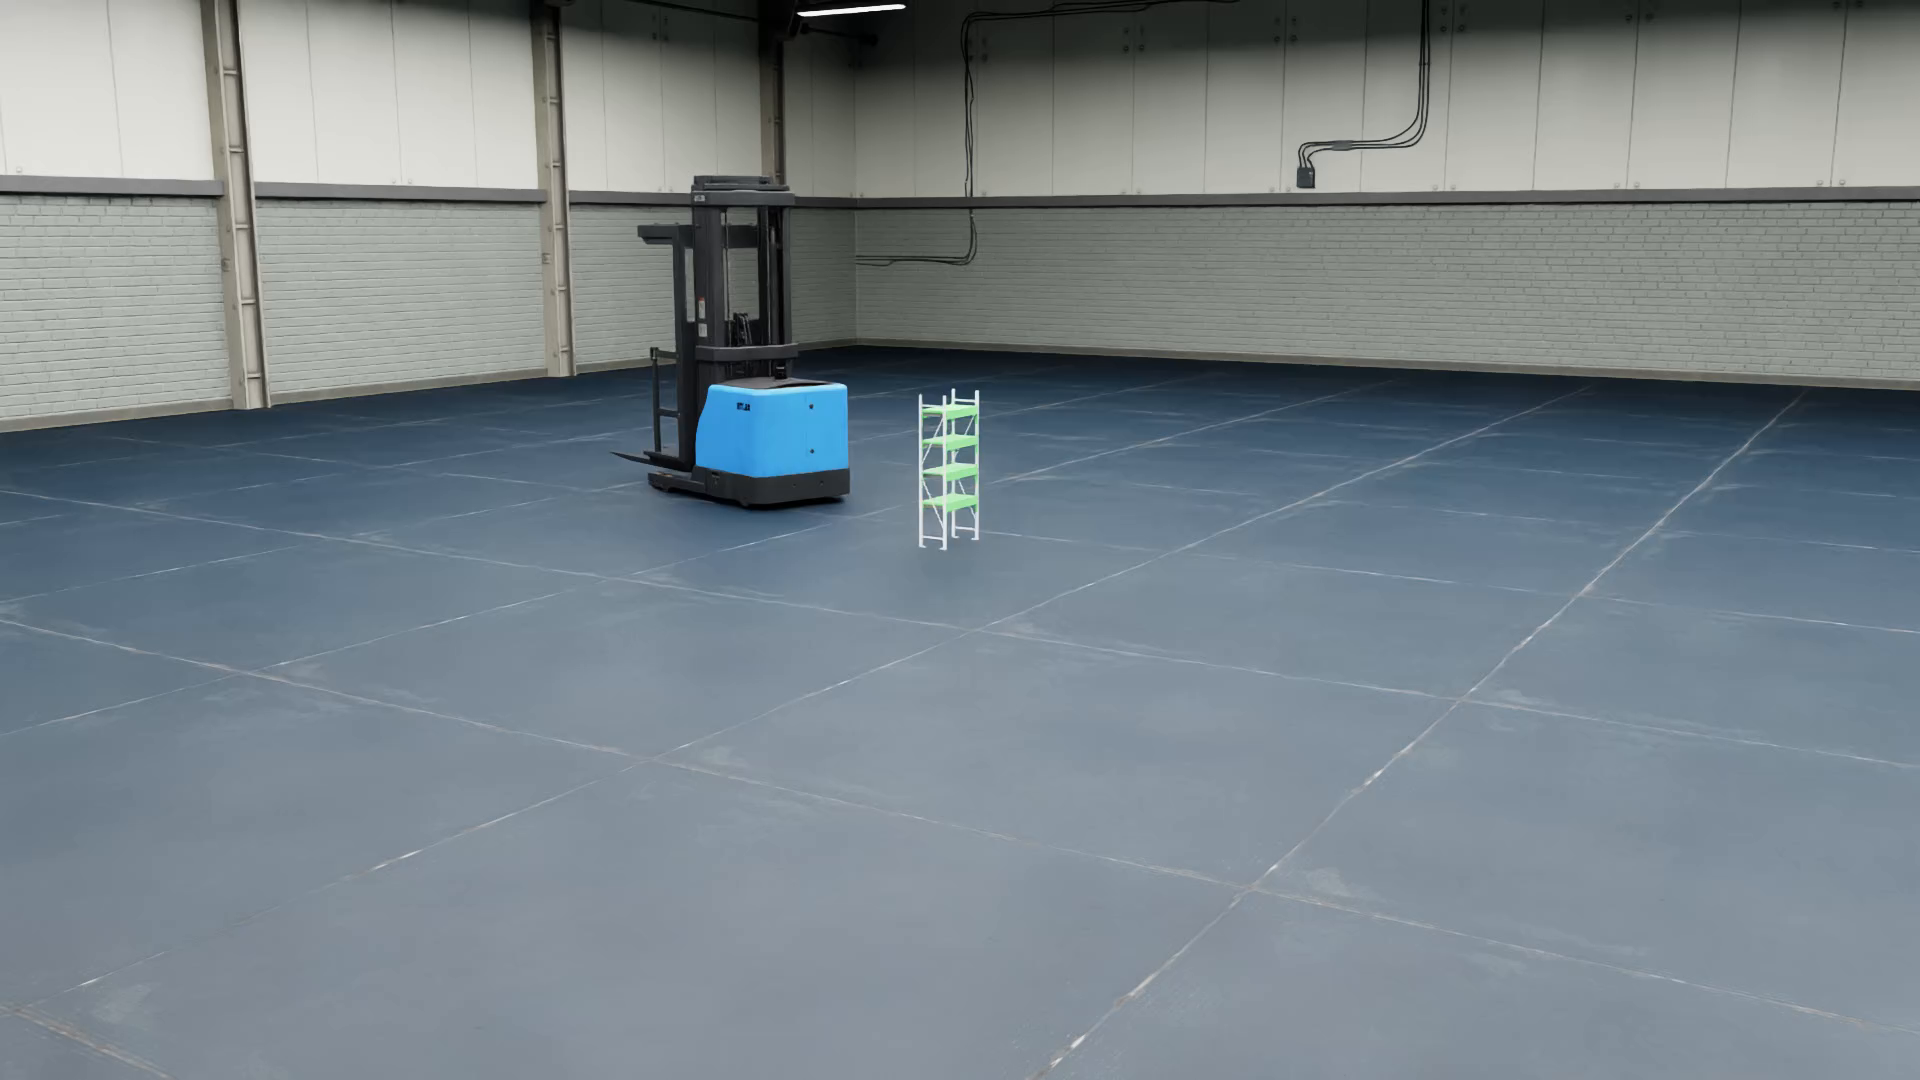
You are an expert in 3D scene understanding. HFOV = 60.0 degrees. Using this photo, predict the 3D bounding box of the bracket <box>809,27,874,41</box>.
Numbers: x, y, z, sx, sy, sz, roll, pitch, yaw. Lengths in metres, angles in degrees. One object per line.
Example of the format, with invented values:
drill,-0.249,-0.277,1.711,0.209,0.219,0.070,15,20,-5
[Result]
bracket,-2.210,-10.233,33.795,0.076,0.066,3.189,6,12,31

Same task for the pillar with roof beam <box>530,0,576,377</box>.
pillar with roof beam,-3.088,-6.798,25.226,9.100,9.000,0.548,6,12,31

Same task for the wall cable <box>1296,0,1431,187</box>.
wall cable,7.113,-9.252,29.093,2.305,6.003,0.169,6,12,31

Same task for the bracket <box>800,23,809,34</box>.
bracket,-3.134,-9.954,32.300,0.235,0.232,0.430,6,12,31

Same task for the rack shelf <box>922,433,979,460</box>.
rack shelf,-0.086,-0.737,13.087,0.258,0.148,0.480,6,12,31

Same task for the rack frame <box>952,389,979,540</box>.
rack frame,0.041,-0.602,13.324,0.240,1.200,0.015,6,12,31

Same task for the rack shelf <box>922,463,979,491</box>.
rack shelf,-0.086,-0.501,13.131,0.258,0.148,0.480,6,12,31

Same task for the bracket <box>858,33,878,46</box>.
bracket,-1.903,-10.326,34.291,0.235,0.232,0.430,6,12,31

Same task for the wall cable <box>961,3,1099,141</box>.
wall cable,1.319,-9.188,32.704,3.097,2.526,0.112,6,12,31

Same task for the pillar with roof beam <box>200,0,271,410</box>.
pillar with roof beam,-6.203,-5.854,20.186,9.100,9.000,0.400,6,12,31

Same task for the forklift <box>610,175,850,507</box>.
forklift,-2.342,-1.951,15.825,1.130,2.935,3.031,-9,14,-39

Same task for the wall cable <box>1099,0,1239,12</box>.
wall cable,3.964,-11.128,30.706,3.097,2.526,0.112,6,12,31

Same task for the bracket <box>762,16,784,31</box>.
bracket,-3.564,-9.823,31.603,0.235,0.232,0.430,6,12,31

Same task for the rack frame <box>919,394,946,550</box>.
rack frame,-0.213,-0.525,12.914,0.240,1.200,0.015,6,12,31

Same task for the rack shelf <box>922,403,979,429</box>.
rack shelf,-0.086,-0.973,13.043,0.258,0.148,0.480,6,12,31

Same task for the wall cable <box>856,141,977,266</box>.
wall cable,-0.993,-6.964,34.549,3.097,2.526,0.112,6,12,31

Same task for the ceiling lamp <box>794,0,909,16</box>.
ceiling lamp,-1.599,-9.961,26.257,2.000,3.185,0.800,6,12,31

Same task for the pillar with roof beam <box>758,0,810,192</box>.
pillar with roof beam,0.027,-7.742,30.267,9.100,9.000,0.548,6,12,31

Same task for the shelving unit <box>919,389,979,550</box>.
shelving unit,-0.086,-0.564,13.119,0.258,1.200,0.503,6,12,31

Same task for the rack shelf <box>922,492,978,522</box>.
rack shelf,-0.086,-0.265,13.175,0.258,0.148,0.480,6,12,31

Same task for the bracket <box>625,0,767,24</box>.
bracket,-4.902,-9.418,29.438,0.076,0.066,4.783,6,12,31
